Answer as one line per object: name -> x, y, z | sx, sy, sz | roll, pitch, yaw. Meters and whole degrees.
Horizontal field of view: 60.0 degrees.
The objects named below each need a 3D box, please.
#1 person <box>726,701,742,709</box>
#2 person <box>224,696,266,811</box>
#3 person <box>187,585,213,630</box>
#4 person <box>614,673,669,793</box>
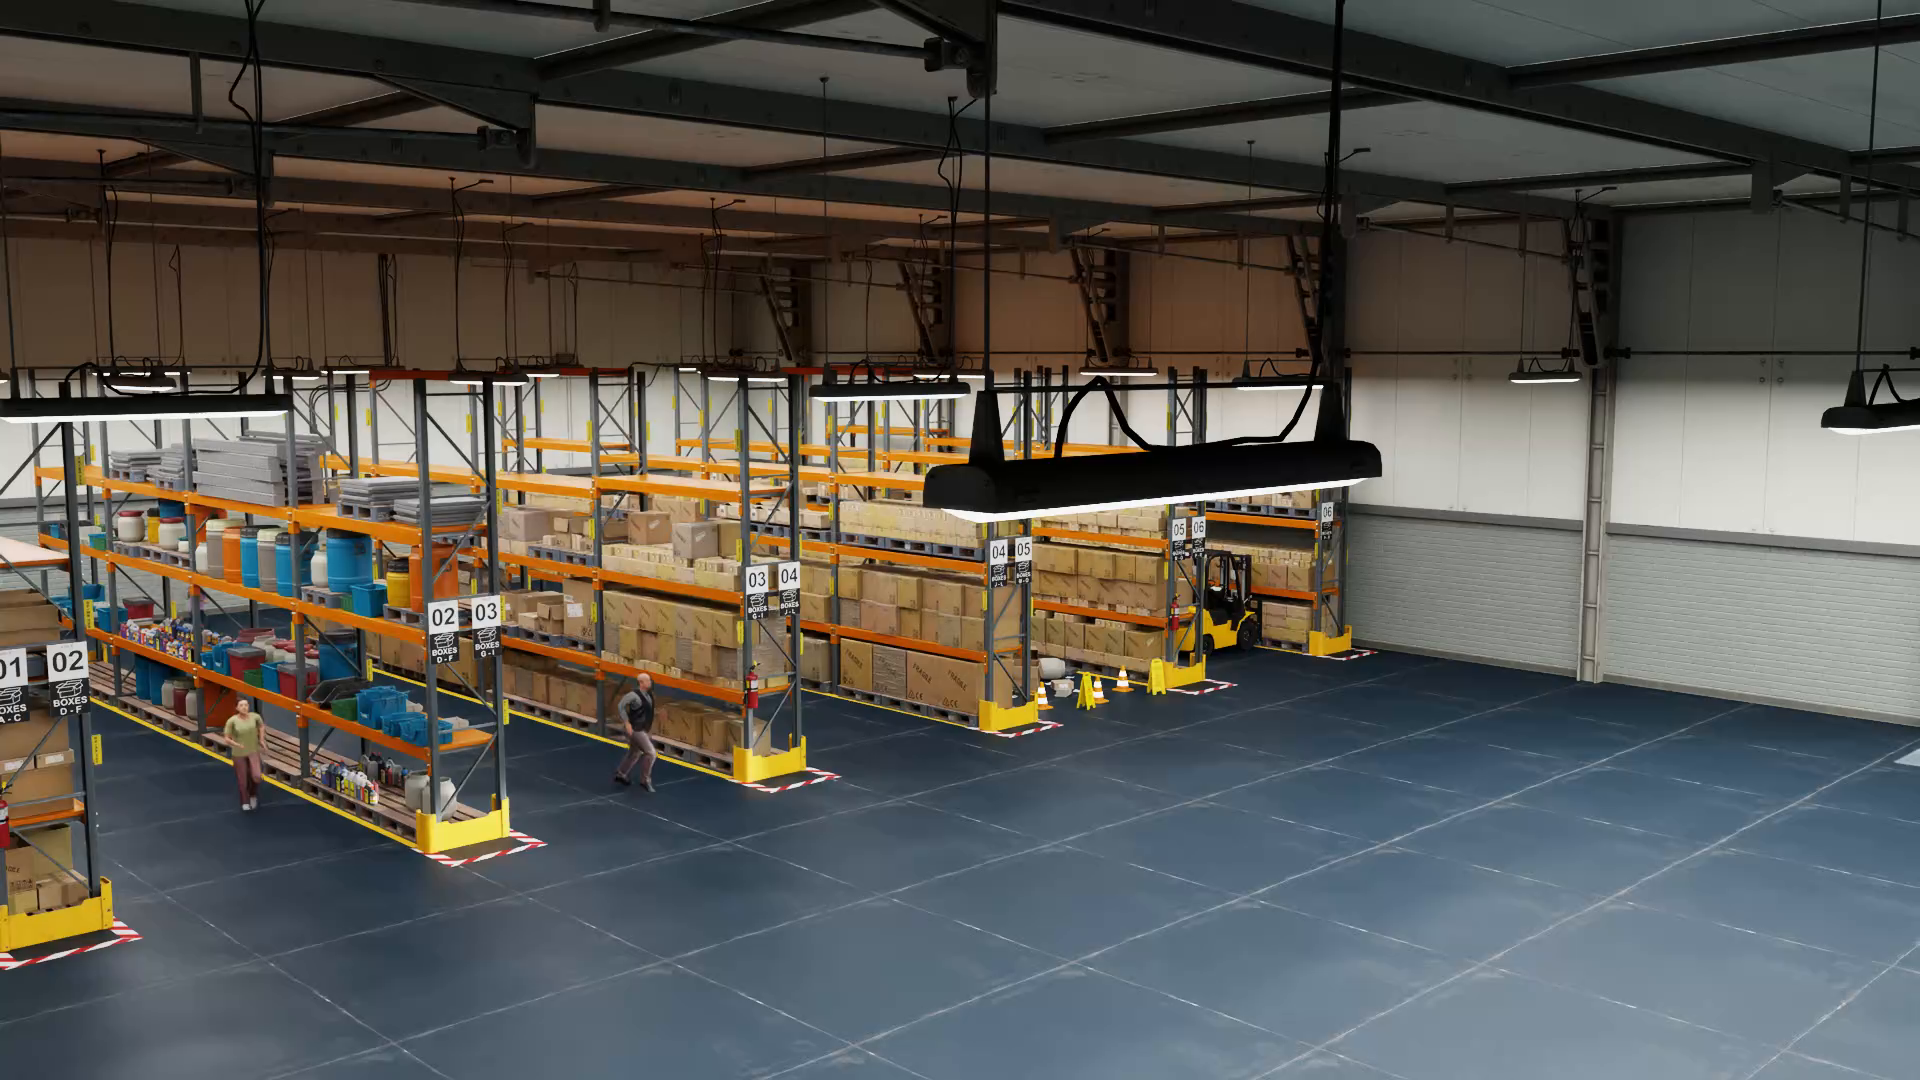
person -> -3.772, 2.252, 29.375 | 0.890, 1.551, 0.694 | 2, 7, 20
person -> -9.787, 2.940, 22.813 | 0.552, 1.626, 0.680 | -4, 8, -32
person -> -16.435, 1.523, 35.705 | 0.836, 1.598, 0.550 | -4, 8, -31
person -> -4.638, 2.795, 24.044 | 0.874, 1.772, 0.595 | 1, 7, 10
